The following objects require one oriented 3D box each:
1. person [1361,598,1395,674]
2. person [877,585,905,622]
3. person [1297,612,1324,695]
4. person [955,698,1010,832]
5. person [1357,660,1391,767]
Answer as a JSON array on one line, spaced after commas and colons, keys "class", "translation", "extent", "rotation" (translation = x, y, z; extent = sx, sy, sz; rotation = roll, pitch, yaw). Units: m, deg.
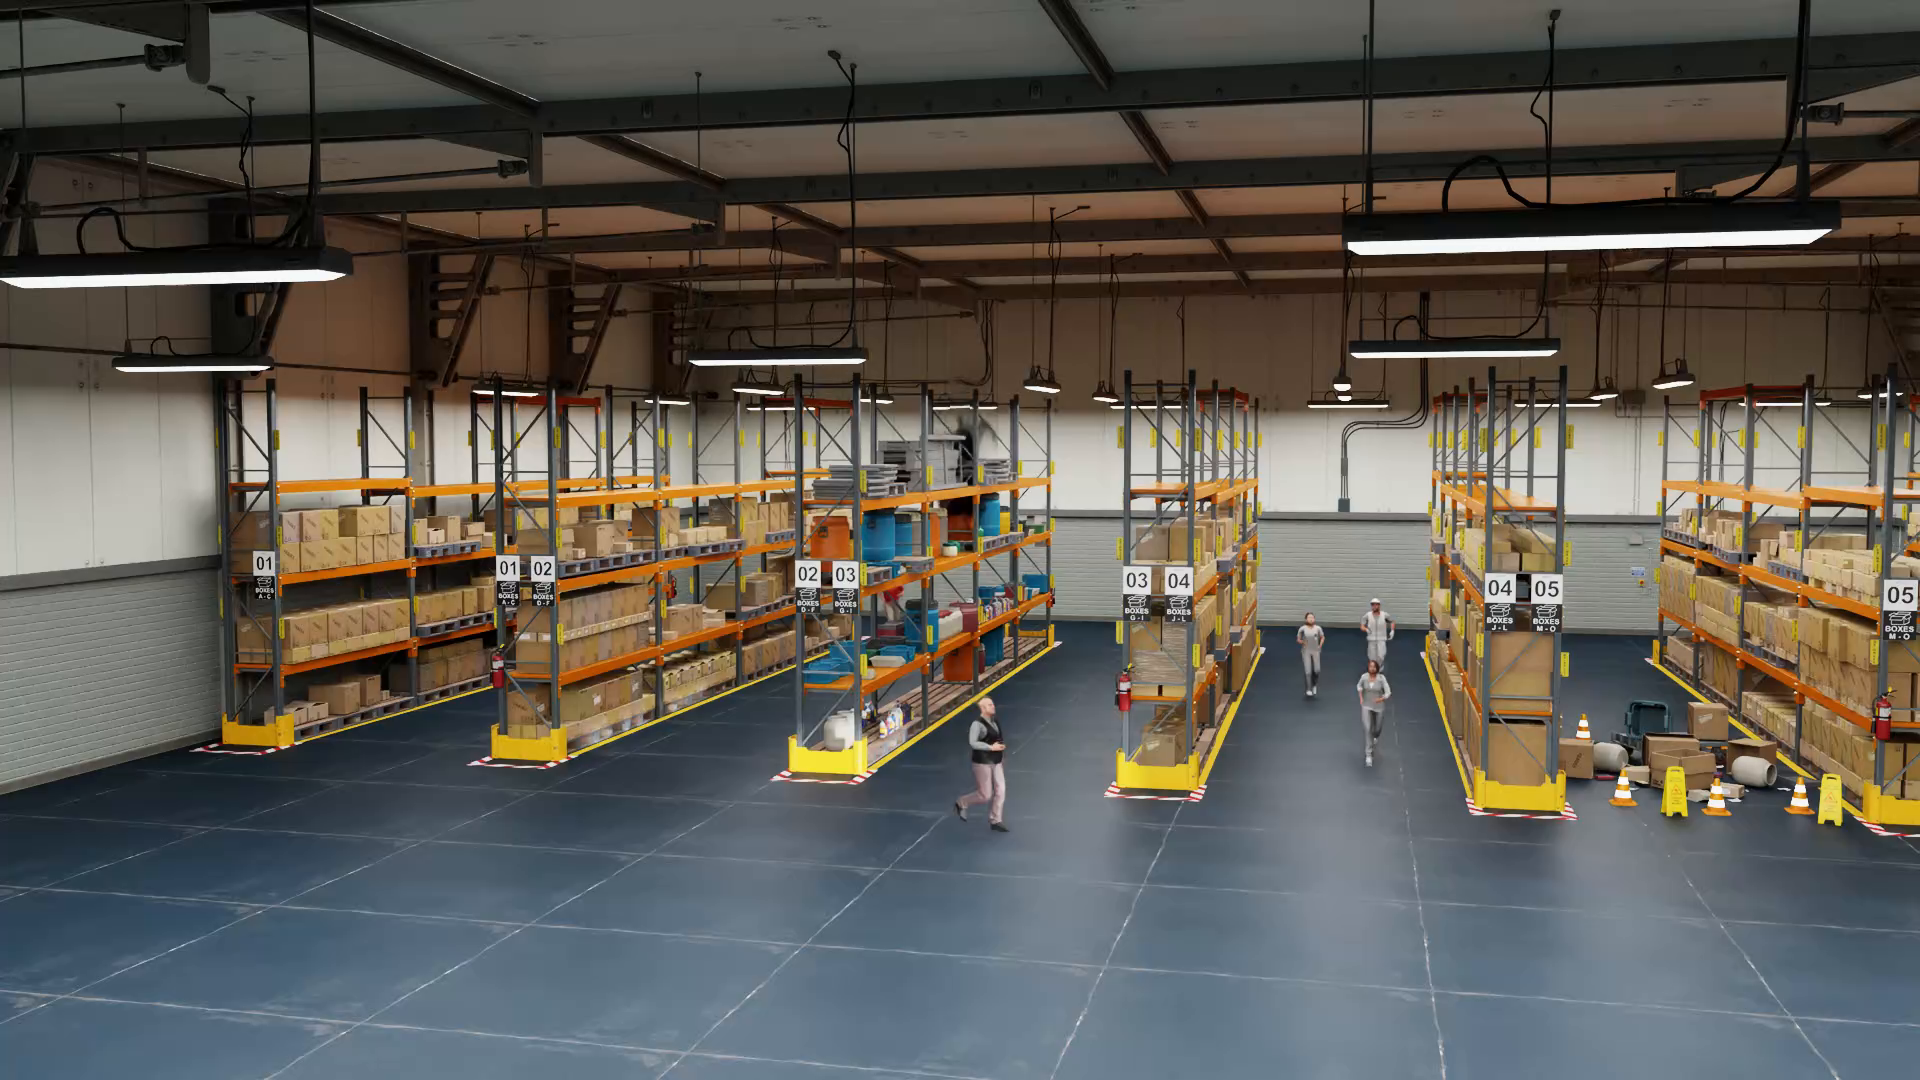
[{"class": "person", "translation": [8.507, 2.090, 33.908], "extent": [0.666, 1.802, 0.765], "rotation": [1, 4, 20]}, {"class": "person", "translation": [-1.712, 1.660, 41.490], "extent": [0.668, 1.750, 0.882], "rotation": [-1, 4, -13]}, {"class": "person", "translation": [6.849, 2.226, 32.430], "extent": [0.553, 1.628, 0.564], "rotation": [0, 3, 5]}, {"class": "person", "translation": [0.313, 2.867, 21.346], "extent": [0.797, 1.692, 0.671], "rotation": [2, 4, 34]}, {"class": "person", "translation": [6.456, 2.704, 25.938], "extent": [0.506, 1.506, 1.035], "rotation": [1, 4, 12]}]
